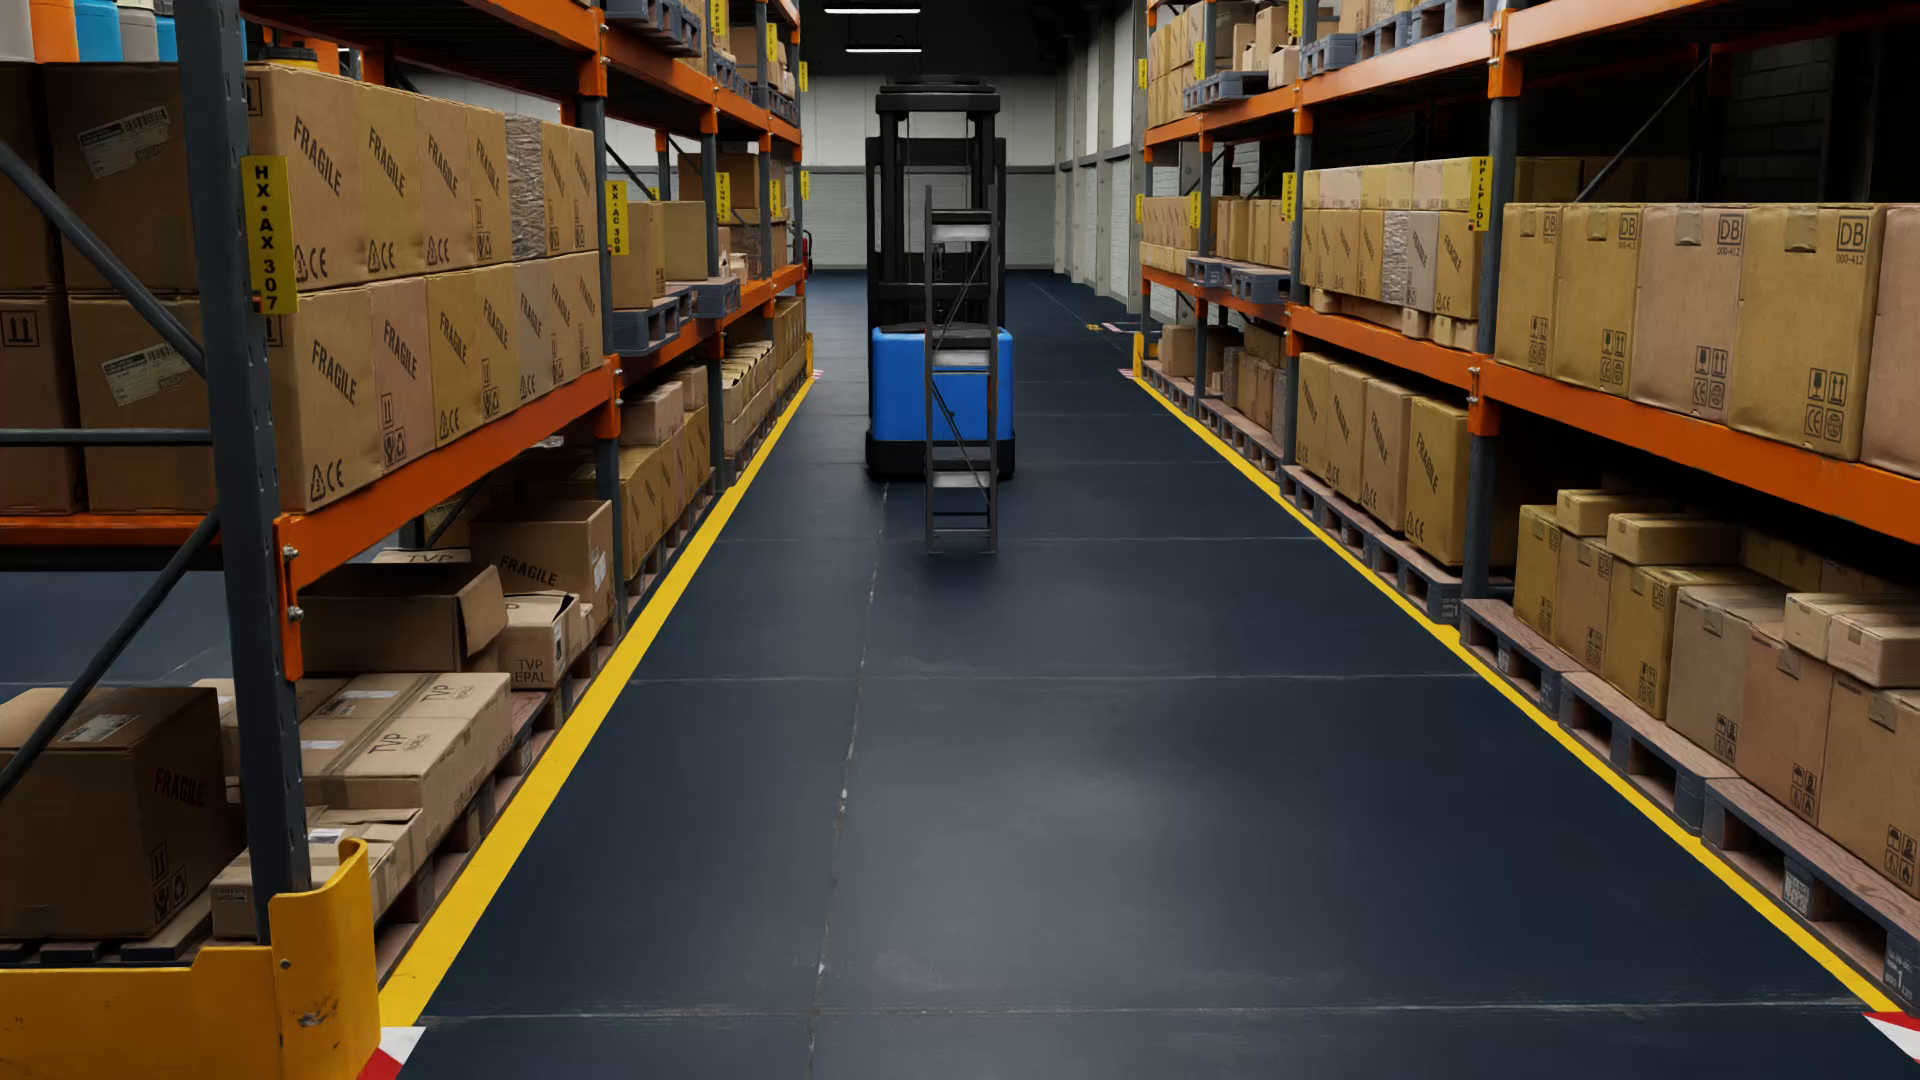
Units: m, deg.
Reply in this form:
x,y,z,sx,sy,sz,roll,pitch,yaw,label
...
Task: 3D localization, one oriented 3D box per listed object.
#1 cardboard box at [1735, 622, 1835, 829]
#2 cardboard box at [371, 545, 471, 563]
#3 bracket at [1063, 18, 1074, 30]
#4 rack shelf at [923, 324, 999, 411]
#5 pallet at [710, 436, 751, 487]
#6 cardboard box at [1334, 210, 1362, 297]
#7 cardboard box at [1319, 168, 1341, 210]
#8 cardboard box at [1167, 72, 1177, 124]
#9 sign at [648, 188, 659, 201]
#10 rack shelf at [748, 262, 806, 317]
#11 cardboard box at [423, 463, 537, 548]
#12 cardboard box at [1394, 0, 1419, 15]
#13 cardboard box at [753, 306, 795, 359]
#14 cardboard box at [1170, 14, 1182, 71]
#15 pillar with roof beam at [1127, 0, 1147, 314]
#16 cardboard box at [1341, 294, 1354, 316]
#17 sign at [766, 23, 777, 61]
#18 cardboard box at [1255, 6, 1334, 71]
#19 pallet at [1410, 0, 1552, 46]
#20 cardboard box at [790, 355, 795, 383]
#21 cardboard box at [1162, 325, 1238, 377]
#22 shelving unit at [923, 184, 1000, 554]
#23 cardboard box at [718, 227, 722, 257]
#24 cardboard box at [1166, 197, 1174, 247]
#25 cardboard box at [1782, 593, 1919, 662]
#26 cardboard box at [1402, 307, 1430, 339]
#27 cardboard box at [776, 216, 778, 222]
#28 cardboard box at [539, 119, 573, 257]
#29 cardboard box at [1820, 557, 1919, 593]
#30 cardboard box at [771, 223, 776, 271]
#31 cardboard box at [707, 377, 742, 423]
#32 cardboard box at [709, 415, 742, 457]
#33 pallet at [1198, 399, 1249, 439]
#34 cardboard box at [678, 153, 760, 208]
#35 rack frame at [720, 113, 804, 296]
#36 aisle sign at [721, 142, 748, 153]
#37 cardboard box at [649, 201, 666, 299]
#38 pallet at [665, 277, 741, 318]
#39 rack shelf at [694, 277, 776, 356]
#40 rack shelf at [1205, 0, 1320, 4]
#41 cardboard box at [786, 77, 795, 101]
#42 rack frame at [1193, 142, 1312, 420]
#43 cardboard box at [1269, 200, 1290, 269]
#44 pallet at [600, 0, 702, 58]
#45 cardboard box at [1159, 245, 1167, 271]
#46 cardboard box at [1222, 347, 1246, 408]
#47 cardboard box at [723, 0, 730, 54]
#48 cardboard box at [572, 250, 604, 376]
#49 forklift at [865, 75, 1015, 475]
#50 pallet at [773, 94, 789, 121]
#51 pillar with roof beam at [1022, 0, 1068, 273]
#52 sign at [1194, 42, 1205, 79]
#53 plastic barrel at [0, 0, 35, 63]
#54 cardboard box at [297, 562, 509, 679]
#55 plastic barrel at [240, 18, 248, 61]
x,y,z,sx,sy,sz,roll,pitch,yaw,label
2.836,0.548,5.042,0.700,0.500,0.500,0,11,-1,cardboard box
-2.282,0.180,7.285,0.500,0.311,0.500,0,11,-1,cardboard box
2.668,-12.669,40.818,0.235,0.232,0.430,0,11,-1,bracket
0.003,-0.983,9.691,0.431,0.518,0.480,0,11,-1,rack shelf
-2.135,-0.599,12.481,1.003,0.211,1.213,0,11,-1,pallet
2.561,-1.727,9.978,0.500,0.500,0.500,0,11,-1,cardboard box
2.559,-2.197,10.407,0.500,0.250,0.500,0,11,-2,cardboard box
2.410,-4.558,17.135,0.500,0.500,0.500,0,11,2,cardboard box
-2.794,-3.057,15.209,0.100,0.325,0.005,0,11,-1,sign
-2.281,-2.642,17.346,1.077,0.370,4.000,0,11,-1,rack shelf
-2.371,-0.094,8.159,0.500,0.500,0.500,0,11,-1,cardboard box
2.925,-3.246,9.613,0.700,0.500,0.500,0,11,2,cardboard box
-1.957,-2.115,16.913,0.500,0.500,0.500,0,11,-1,cardboard box
2.389,-4.948,16.543,0.500,0.500,0.500,-1,11,-3,cardboard box
-1.042,-8.585,29.744,9.100,9.000,0.400,0,11,-1,pillar with roof beam
2.617,-1.490,10.443,0.380,0.149,0.250,0,11,-2,cardboard box
-1.697,-4.479,14.955,0.100,0.325,0.005,0,11,-1,sign
2.670,-3.989,13.324,0.500,0.500,0.500,-1,11,-3,cardboard box
2.810,-2.586,8.199,0.805,0.209,1.217,-1,11,-3,pallet
-1.956,-1.747,16.987,0.500,0.250,0.500,0,11,-1,cardboard box
2.532,-2.006,17.585,0.700,0.500,0.500,-1,12,-5,cardboard box
0.003,-0.996,9.688,0.431,2.100,0.503,0,11,-1,shelving unit
-2.218,-2.289,13.546,0.500,0.500,0.500,0,11,-1,cardboard box
2.379,-3.214,16.797,0.500,0.500,0.500,-1,11,-3,cardboard box
2.656,0.254,4.860,0.380,0.149,0.250,0,11,0,cardboard box
2.535,-1.134,8.688,0.380,0.149,0.250,0,11,-1,cardboard box
-2.089,-3.375,17.270,0.380,0.149,0.250,0,11,-2,cardboard box
-1.791,-1.344,6.375,0.500,0.500,0.500,0,11,-2,cardboard box
3.027,0.153,5.360,0.380,0.149,0.250,0,11,0,cardboard box
-2.290,-3.040,17.250,0.700,0.500,0.500,0,11,1,cardboard box
-1.874,-1.040,12.091,0.500,0.311,0.500,0,11,1,cardboard box
-1.874,-0.765,12.147,0.500,0.250,0.500,0,11,-1,cardboard box
2.731,-1.097,14.934,1.003,0.211,1.213,0,11,-1,pallet
-2.255,-3.370,15.611,0.700,0.500,0.500,0,11,-1,cardboard box
-2.322,-3.392,19.235,1.000,3.000,0.127,0,11,-1,rack frame
-2.629,-4.678,19.034,0.394,0.787,0.004,0,11,-1,aisle sign
-1.938,-1.493,8.566,0.700,0.500,0.500,2,12,8,cardboard box
-2.072,-1.573,10.752,1.213,0.211,1.003,0,11,-1,pallet
-2.198,-1.847,13.427,1.077,0.370,4.000,0,11,-1,rack shelf
2.755,-4.612,12.974,1.077,0.370,4.000,0,11,-1,rack shelf
-2.034,-4.835,17.773,0.500,0.250,0.500,0,11,-1,cardboard box
2.713,-2.618,15.419,1.000,3.000,0.127,0,11,-1,rack frame
2.738,-2.292,12.454,0.700,0.500,0.500,-1,12,-7,cardboard box
-2.042,-2.721,8.854,1.213,0.211,1.003,0,11,-1,pallet
2.361,-2.946,17.364,0.500,0.250,0.500,0,11,-1,cardboard box
2.745,-1.462,14.903,0.700,0.500,0.500,0,11,1,cardboard box
-2.266,-4.444,14.310,0.500,0.500,0.500,0,11,0,cardboard box
-1.807,-0.957,6.982,0.500,0.500,0.500,0,11,0,cardboard box
-0.203,-2.157,13.320,1.130,2.935,3.031,-1,11,-3,forklift
-2.305,-4.435,17.053,1.003,0.211,1.213,0,11,-1,pallet
-1.414,-12.163,47.381,9.100,9.000,0.548,0,11,-1,pillar with roof beam
2.171,-4.338,15.051,0.100,0.325,0.005,0,11,-1,sign
-6.909,-3.662,11.760,0.600,0.901,0.600,0,11,0,plastic barrel
-2.030,0.375,5.840,0.797,0.503,0.637,0,11,-1,cardboard box
-7.105,-4.697,15.806,0.600,0.901,0.708,0,11,-1,plastic barrel
